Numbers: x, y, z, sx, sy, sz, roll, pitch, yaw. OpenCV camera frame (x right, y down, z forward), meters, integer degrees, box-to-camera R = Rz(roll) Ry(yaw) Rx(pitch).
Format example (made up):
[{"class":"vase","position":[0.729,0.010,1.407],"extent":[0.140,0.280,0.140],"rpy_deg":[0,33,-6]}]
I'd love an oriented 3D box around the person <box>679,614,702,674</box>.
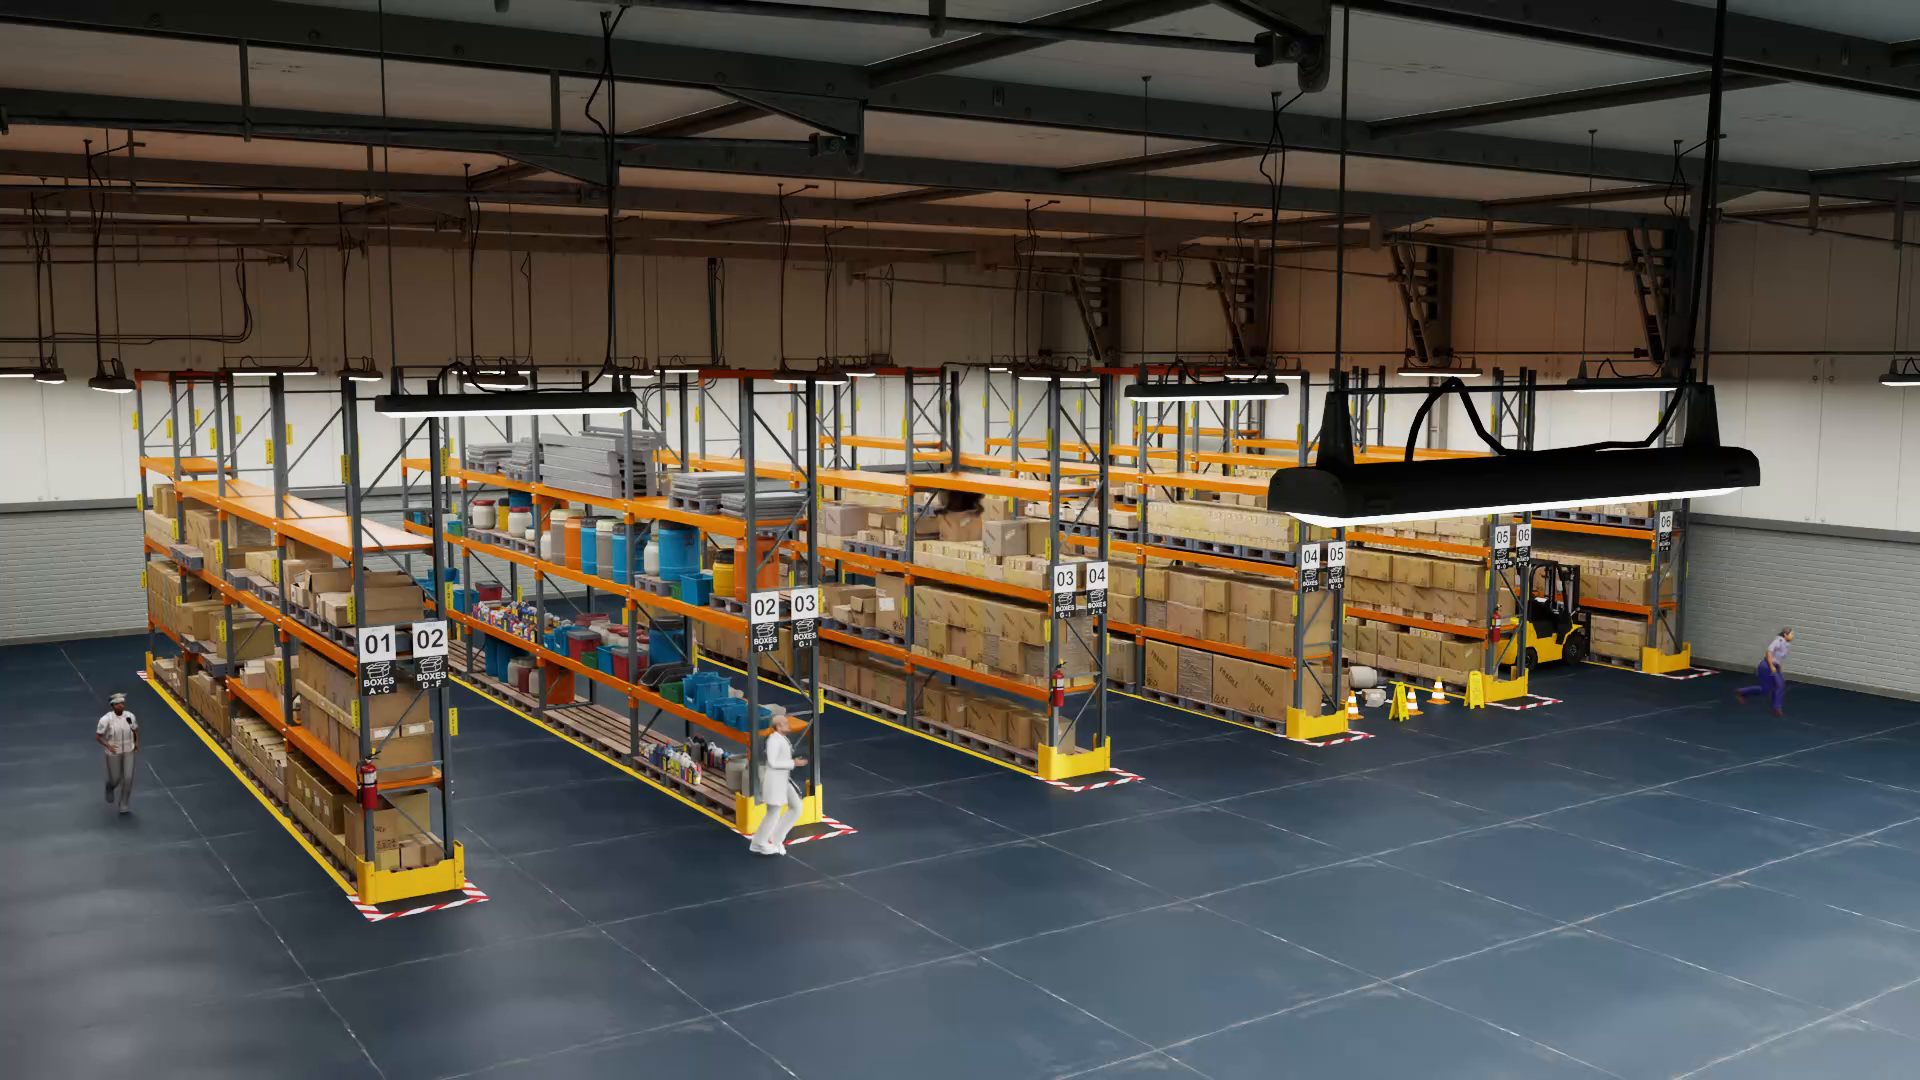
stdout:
[{"class":"person","position":[-4.981,2.113,30.227],"extent":[0.574,1.628,0.758],"rpy_deg":[-6,9,-42]}]

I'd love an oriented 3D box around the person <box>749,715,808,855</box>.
[{"class":"person","position":[-2.262,3.102,21.044],"extent":[0.756,1.792,0.710],"rpy_deg":[1,7,9]}]

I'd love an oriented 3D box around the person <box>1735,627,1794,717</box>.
[{"class":"person","position":[14.106,2.288,29.165],"extent":[0.895,1.609,0.615],"rpy_deg":[4,8,33]}]

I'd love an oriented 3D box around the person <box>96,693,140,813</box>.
[{"class":"person","position":[-11.618,2.918,22.993],"extent":[0.562,1.655,0.589],"rpy_deg":[-6,9,-43]}]
